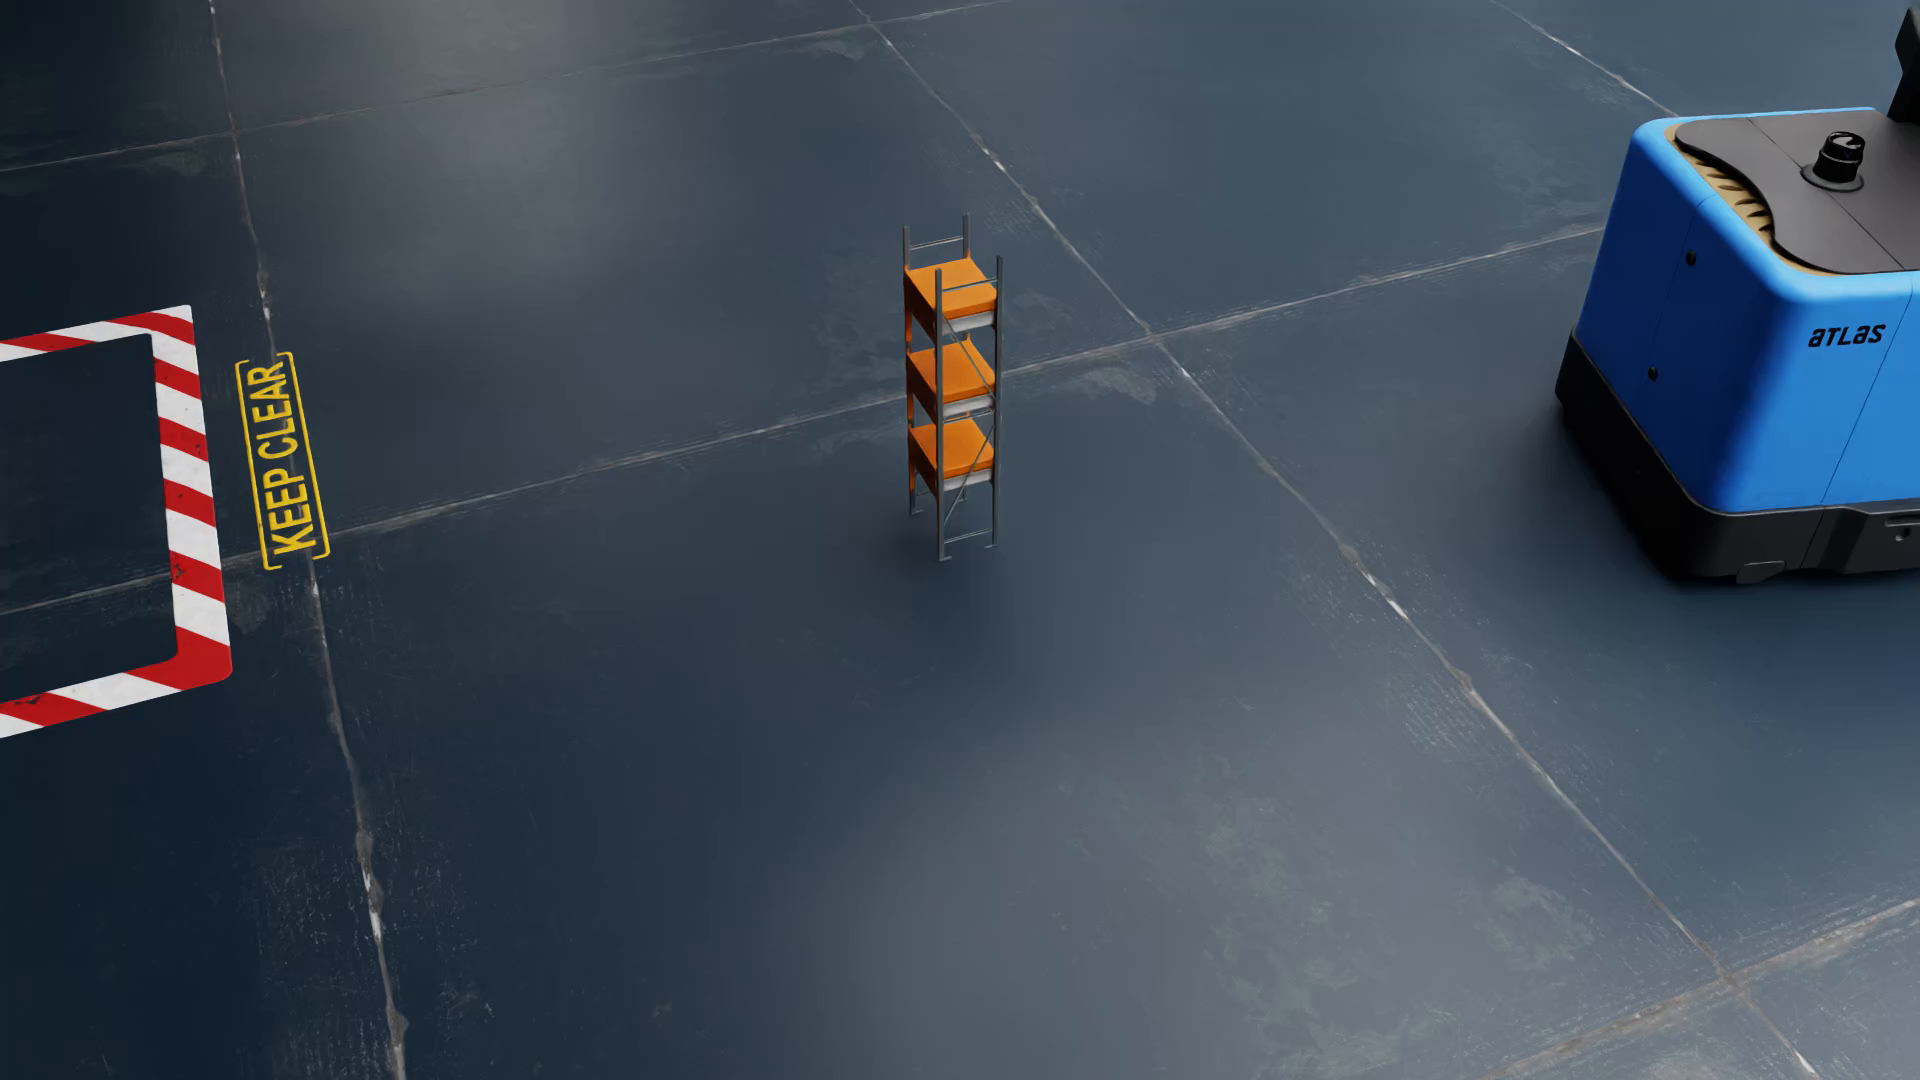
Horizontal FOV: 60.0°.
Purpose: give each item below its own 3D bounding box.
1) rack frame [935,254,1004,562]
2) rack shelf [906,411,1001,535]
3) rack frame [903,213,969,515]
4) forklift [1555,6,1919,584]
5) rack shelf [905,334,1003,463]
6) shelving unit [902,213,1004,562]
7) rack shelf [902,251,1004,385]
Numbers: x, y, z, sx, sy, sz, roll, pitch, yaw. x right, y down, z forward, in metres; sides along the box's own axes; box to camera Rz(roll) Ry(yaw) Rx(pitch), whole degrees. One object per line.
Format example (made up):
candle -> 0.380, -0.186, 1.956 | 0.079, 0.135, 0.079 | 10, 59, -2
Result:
rack frame -> 0.026, -0.357, 4.860 | 0.200, 1.050, 0.008 | -15, 43, -17
rack shelf -> -0.020, -0.212, 5.133 | 0.215, 0.259, 0.240 | -15, 43, -17
rack frame -> -0.067, -0.504, 5.031 | 0.200, 1.050, 0.008 | -15, 43, -17
forklift -> 3.604, -1.397, 4.626 | 3.031, 2.935, 1.130 | -5, 41, -5
rack shelf -> -0.020, -0.422, 4.952 | 0.215, 0.259, 0.240 | -15, 43, -17
shelving unit -> -0.020, -0.430, 4.945 | 0.215, 1.050, 0.252 | -15, 43, -17
rack shelf -> -0.020, -0.637, 4.767 | 0.215, 0.259, 0.240 | -15, 43, -17
